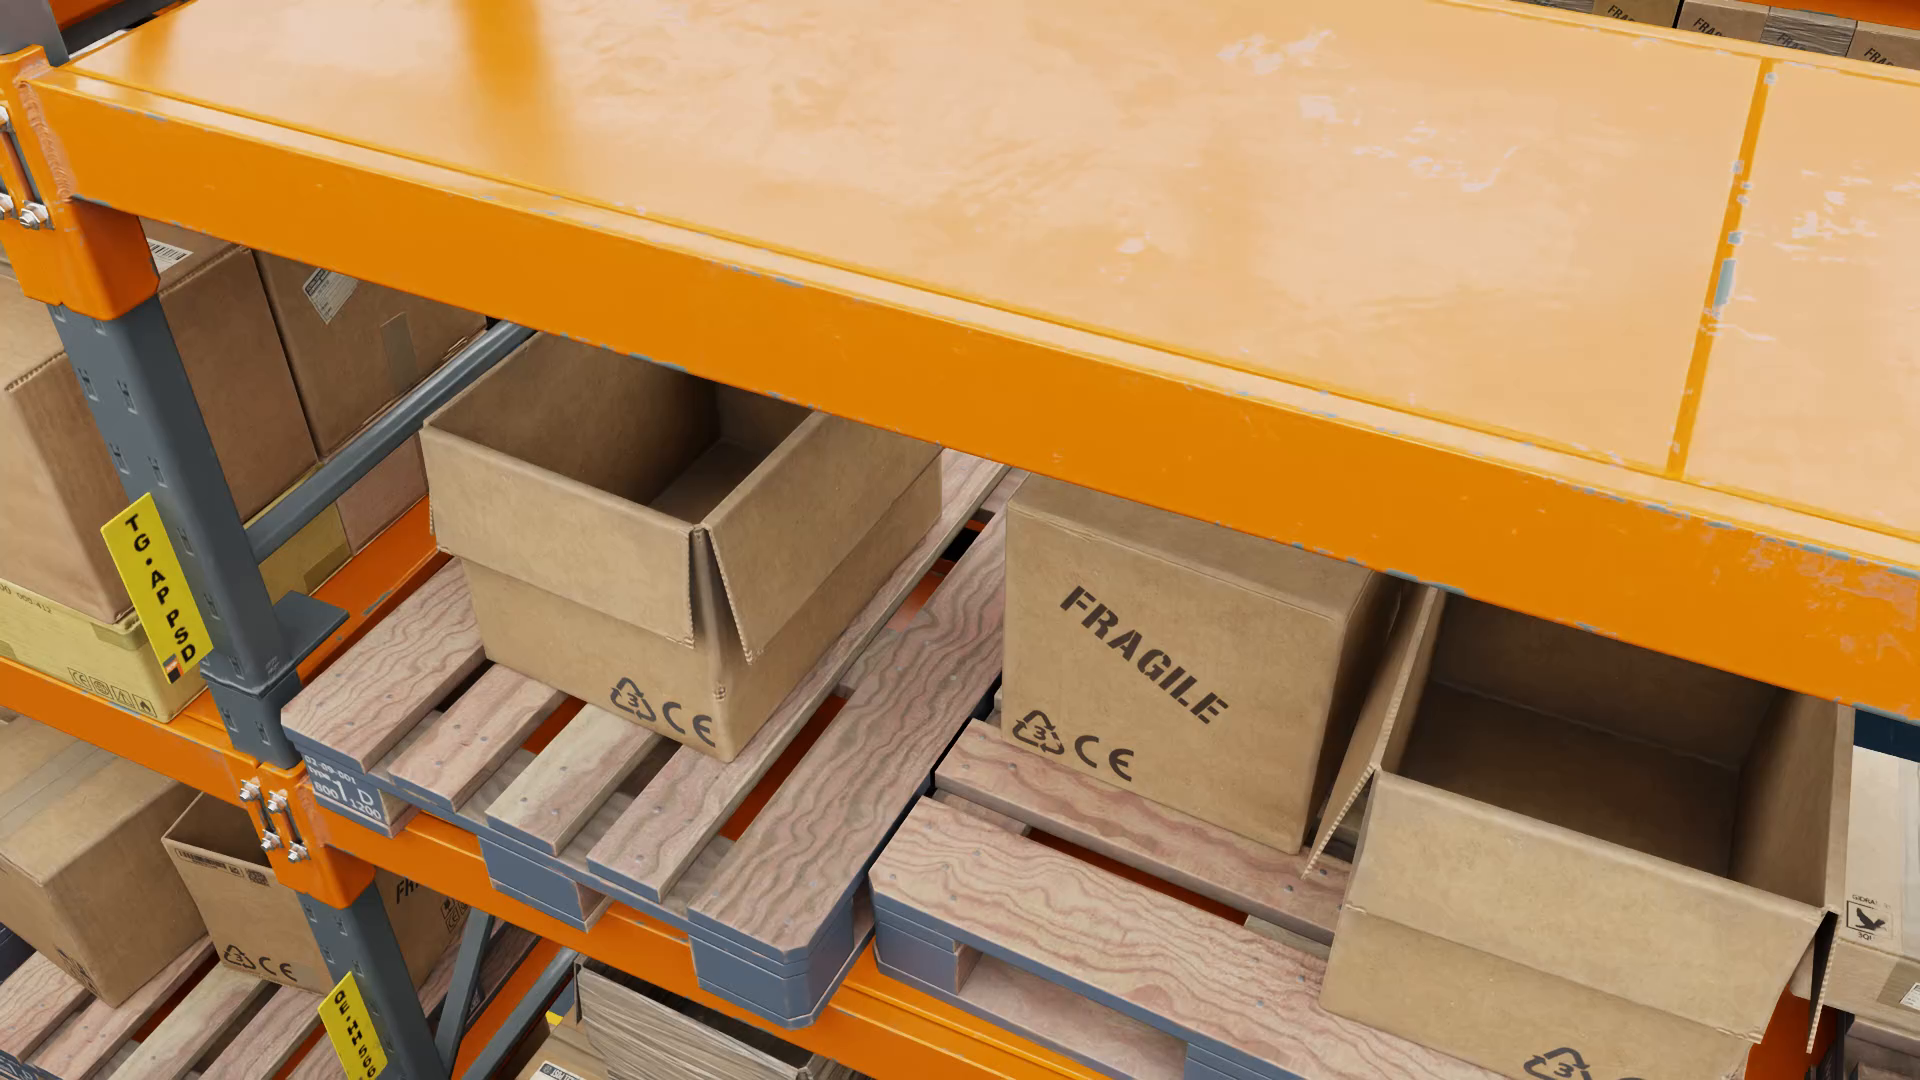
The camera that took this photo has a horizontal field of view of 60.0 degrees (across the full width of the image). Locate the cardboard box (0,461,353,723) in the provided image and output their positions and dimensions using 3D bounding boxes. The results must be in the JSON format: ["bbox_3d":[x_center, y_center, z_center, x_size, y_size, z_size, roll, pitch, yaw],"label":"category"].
[{"bbox_3d":[-1.537,0.022,3.143,0.500,0.250,0.500,17,44,19],"label":"cardboard box"}]

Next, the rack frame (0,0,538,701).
[{"bbox_3d":[-1.002,-1.182,2.127,0.127,3.000,1.000,17,44,19],"label":"rack frame"}]

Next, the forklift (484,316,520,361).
[{"bbox_3d":[-15.903,-10.710,17.820,37.697,2.843,19.219,12,42,14],"label":"forklift"}]

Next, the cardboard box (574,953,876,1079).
[{"bbox_3d":[-0.347,0.880,3.486,0.637,0.503,0.797,18,44,20],"label":"cardboard box"}]

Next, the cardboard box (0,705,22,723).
[{"bbox_3d":[-2.424,0.382,4.697,0.500,0.250,0.500,16,43,17],"label":"cardboard box"}]

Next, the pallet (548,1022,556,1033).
[{"bbox_3d":[-1.710,1.921,5.256,1.213,0.211,1.003,17,44,19],"label":"pallet"}]

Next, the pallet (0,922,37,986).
[{"bbox_3d":[-2.814,0.633,4.759,1.213,0.211,1.003,17,44,19],"label":"pallet"}]

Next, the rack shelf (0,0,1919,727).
[{"bbox_3d":[0.810,-0.205,1.855,4.000,0.370,1.077,17,44,19],"label":"rack shelf"}]

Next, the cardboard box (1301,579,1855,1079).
[{"bbox_3d":[0.858,0.307,2.300,0.637,0.503,0.797,16,44,18],"label":"cardboard box"}]

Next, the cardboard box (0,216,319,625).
[{"bbox_3d":[-1.541,-0.259,2.894,0.500,0.500,0.500,18,44,20],"label":"cardboard box"}]

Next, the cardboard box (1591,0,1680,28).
[{"bbox_3d":[4.410,-3.436,10.881,0.500,0.500,0.500,16,44,18],"label":"cardboard box"}]

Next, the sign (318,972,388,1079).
[{"bbox_3d":[-1.223,1.002,3.364,0.005,0.325,0.100,17,44,19],"label":"sign"}]

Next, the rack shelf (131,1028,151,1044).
[{"bbox_3d":[-2.815,0.803,4.967,4.000,0.370,1.077,17,44,19],"label":"rack shelf"}]

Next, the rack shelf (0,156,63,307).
[{"bbox_3d":[-2.815,-1.313,3.133,4.000,0.370,1.077,17,44,19],"label":"rack shelf"}]

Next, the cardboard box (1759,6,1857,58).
[{"bbox_3d":[5.347,-3.155,10.557,0.500,0.500,0.500,18,44,19],"label":"cardboard box"}]

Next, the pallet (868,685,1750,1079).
[{"bbox_3d":[0.618,0.478,2.647,1.213,0.211,1.003,19,44,21],"label":"pallet"}]

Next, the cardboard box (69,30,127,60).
[{"bbox_3d":[-1.778,-0.701,3.404,0.500,0.500,0.500,17,44,19],"label":"cardboard box"}]

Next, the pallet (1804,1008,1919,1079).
[{"bbox_3d":[1.771,0.907,2.153,1.217,0.209,0.805,15,43,17],"label":"pallet"}]

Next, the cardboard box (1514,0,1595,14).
[{"bbox_3d":[3.958,-3.578,11.045,0.500,0.500,0.500,15,43,17],"label":"cardboard box"}]

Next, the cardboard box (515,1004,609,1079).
[{"bbox_3d":[-0.677,1.343,3.718,0.500,0.500,0.500,18,44,20],"label":"cardboard box"}]

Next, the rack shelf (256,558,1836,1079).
[{"bbox_3d":[0.810,0.777,2.706,4.000,0.370,1.077,17,44,19],"label":"rack shelf"}]

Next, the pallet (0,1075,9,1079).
[{"bbox_3d":[-2.812,1.583,5.647,1.213,0.211,1.003,17,44,19],"label":"pallet"}]
